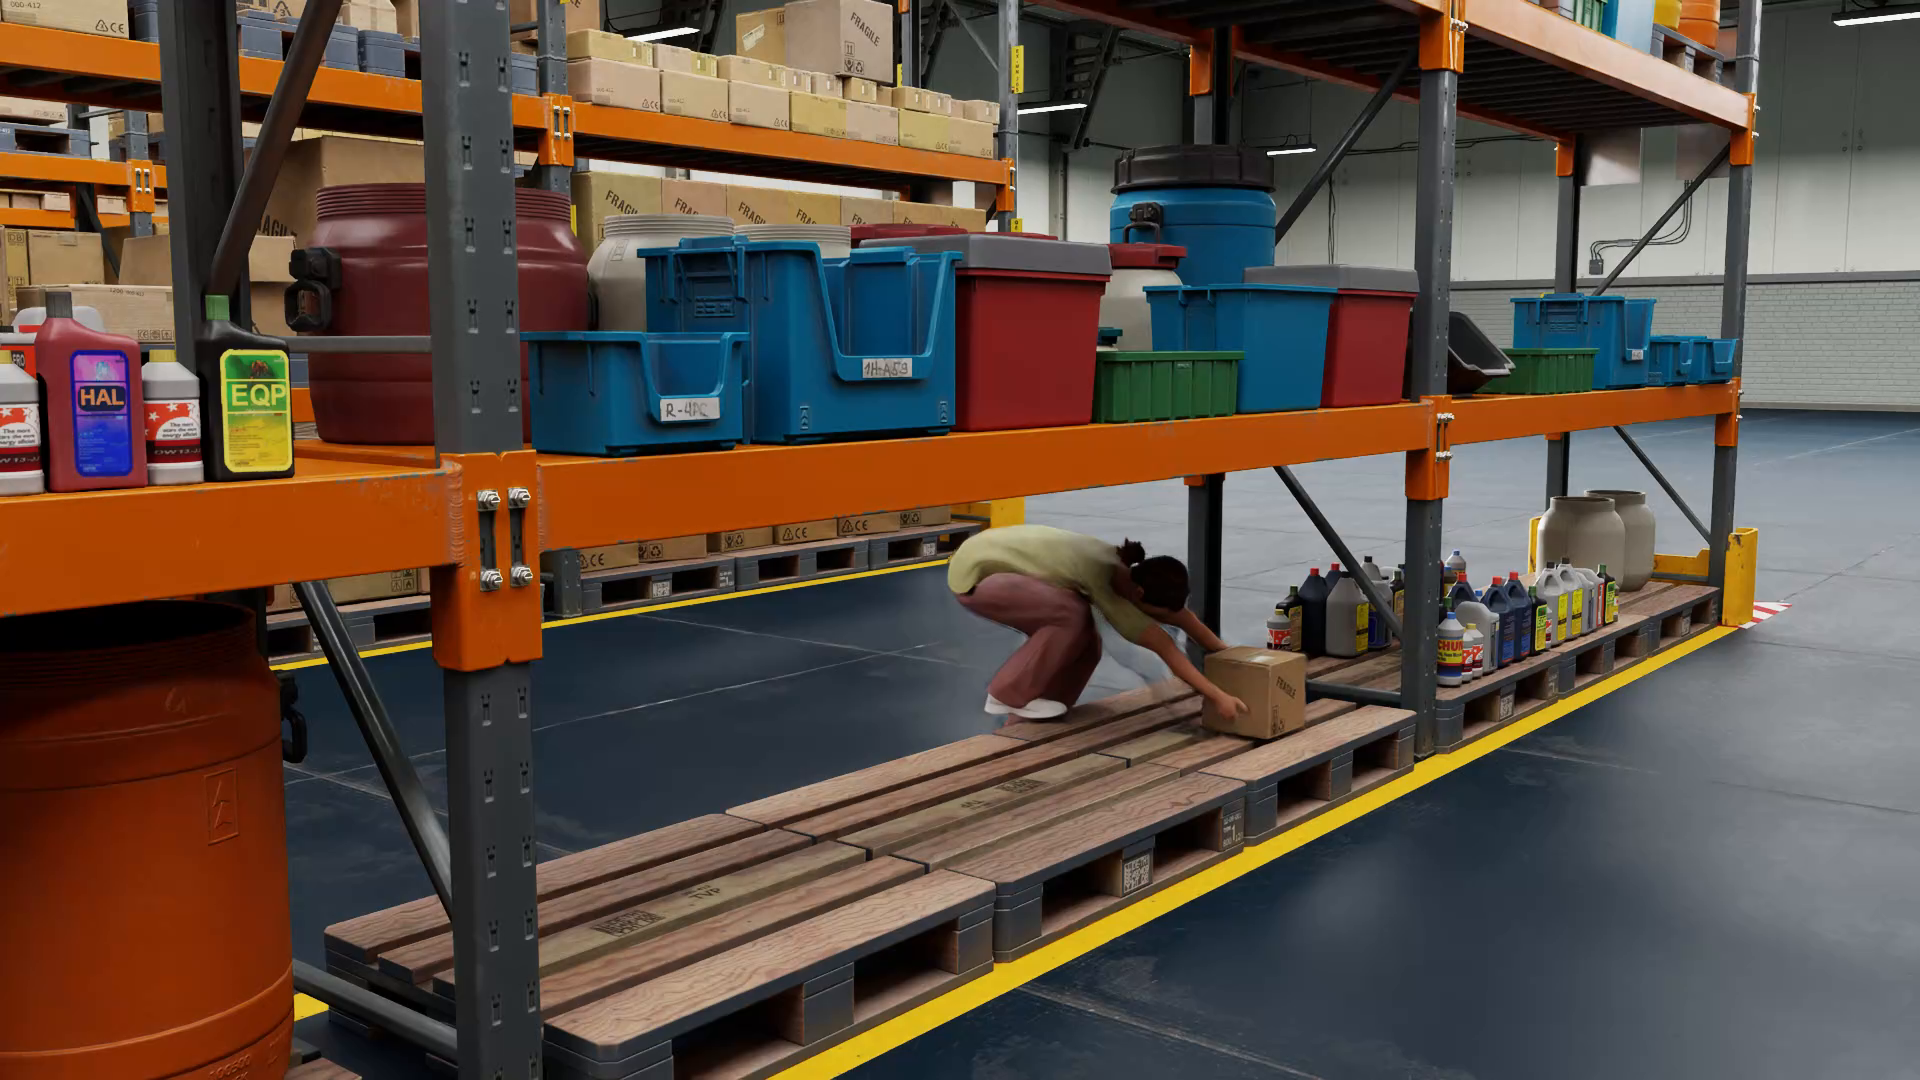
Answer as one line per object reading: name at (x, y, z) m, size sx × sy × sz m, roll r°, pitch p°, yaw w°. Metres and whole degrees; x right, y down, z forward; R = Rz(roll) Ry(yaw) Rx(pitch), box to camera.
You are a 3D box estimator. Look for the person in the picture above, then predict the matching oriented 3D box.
person at (0.503, 0.394, 5.797) m, size 1.132 × 0.868 × 0.488 m, roll 2°, pitch 7°, yaw 20°
